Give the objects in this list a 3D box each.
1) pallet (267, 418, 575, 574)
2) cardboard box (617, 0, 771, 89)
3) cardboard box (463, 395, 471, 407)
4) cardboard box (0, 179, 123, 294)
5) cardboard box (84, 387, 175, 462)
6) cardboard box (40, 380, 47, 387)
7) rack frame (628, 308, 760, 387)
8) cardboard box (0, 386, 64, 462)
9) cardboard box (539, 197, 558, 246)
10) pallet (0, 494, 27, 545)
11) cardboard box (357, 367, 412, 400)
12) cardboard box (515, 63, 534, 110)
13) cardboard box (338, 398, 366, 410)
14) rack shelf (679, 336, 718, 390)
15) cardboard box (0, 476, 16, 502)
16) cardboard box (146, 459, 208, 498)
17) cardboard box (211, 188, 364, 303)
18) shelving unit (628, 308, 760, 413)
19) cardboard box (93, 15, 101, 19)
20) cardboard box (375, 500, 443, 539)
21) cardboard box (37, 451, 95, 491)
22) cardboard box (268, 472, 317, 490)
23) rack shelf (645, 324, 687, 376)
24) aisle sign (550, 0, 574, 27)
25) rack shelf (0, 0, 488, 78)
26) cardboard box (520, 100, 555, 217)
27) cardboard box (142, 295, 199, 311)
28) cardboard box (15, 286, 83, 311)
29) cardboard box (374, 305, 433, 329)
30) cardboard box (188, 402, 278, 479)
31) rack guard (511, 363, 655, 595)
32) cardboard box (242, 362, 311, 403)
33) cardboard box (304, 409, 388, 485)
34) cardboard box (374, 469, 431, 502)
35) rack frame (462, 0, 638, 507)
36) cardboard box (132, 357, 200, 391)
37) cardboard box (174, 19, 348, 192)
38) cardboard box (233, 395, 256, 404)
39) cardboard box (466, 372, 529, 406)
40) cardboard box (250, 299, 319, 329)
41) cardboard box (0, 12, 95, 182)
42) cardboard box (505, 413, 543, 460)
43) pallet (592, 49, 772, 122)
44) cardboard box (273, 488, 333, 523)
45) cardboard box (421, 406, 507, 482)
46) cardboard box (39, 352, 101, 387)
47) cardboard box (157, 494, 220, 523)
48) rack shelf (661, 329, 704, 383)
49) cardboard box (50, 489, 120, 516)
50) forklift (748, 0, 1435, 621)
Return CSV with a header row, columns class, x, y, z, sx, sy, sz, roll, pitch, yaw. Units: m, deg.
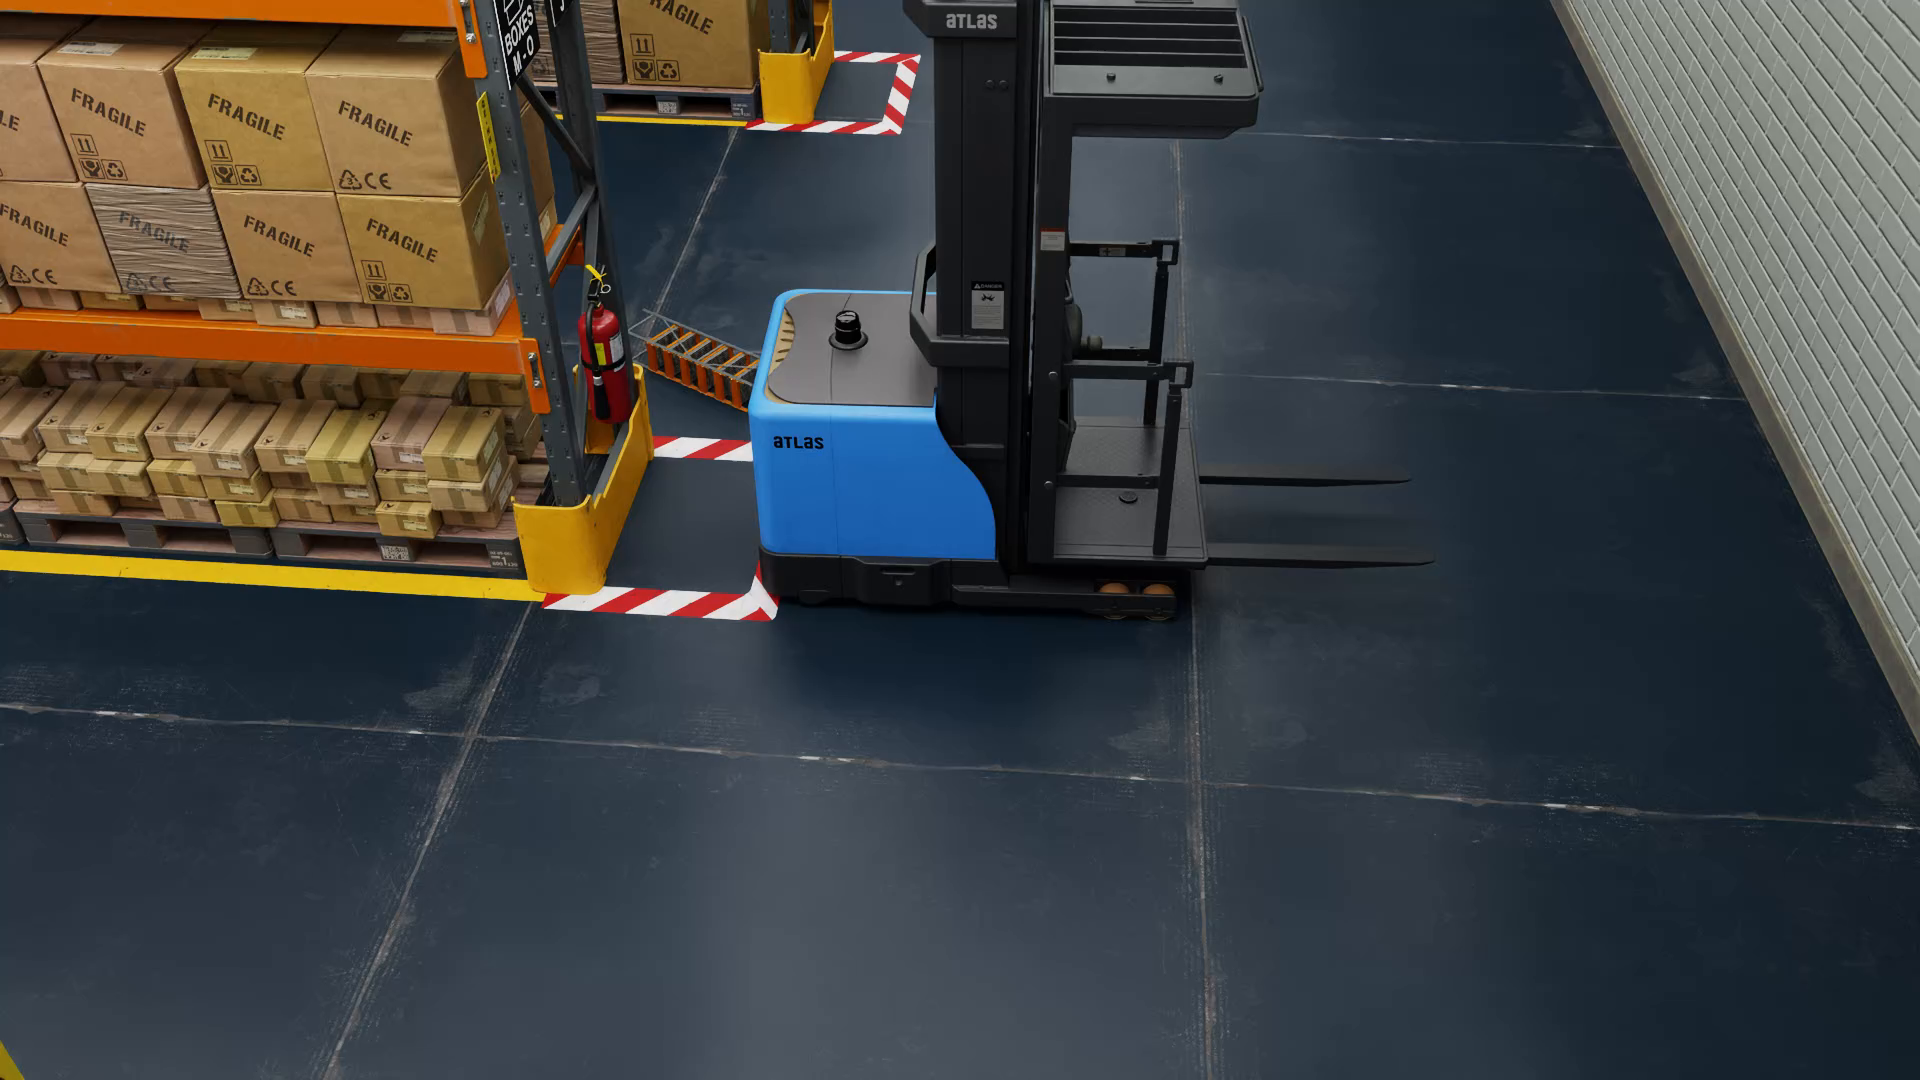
class,x,y,z,sx,sy,sz,roll,pitch,yaw
pallet,-2.577,-0.269,8.084,1.213,0.211,1.003,3,39,4
cardboard box,-1.811,-3.717,11.462,0.875,0.875,0.875,3,39,4
cardboard box,-2.462,-0.693,8.086,0.250,0.149,0.380,3,39,4
cardboard box,-3.679,-1.383,6.929,0.500,0.500,0.500,5,39,6
cardboard box,-3.800,-0.535,7.657,0.250,0.149,0.380,3,39,4
cardboard box,-4.558,-0.767,8.177,0.250,0.149,0.380,3,39,4
rack frame,-1.324,-0.997,8.847,1.200,0.006,0.240,24,45,27
cardboard box,-4.321,-0.536,7.658,0.250,0.149,0.380,4,39,5
cardboard box,-1.989,-1.406,7.471,0.250,0.149,0.380,3,39,3
pallet,-5.008,-0.402,8.247,1.213,0.211,1.003,3,39,4
cardboard box,-2.712,-0.844,8.035,0.250,0.149,0.380,3,39,4
cardboard box,-2.119,-2.013,6.911,0.500,0.500,0.500,3,39,4
cardboard box,-2.960,-0.733,8.135,0.250,0.149,0.380,4,39,5
rack shelf,-1.386,-0.954,8.939,0.103,0.180,0.258,24,45,27
cardboard box,-4.570,-0.355,7.907,0.250,0.149,0.380,2,39,3
cardboard box,-3.534,-0.375,7.695,0.250,0.149,0.380,5,39,6
cardboard box,-2.677,-1.328,6.861,0.500,0.500,0.500,3,39,3
shelving unit,-1.324,-0.926,8.905,1.200,0.189,0.258,24,45,27
cardboard box,-3.647,-2.105,7.023,0.500,0.500,0.500,2,39,2
cardboard box,-2.502,-0.185,7.697,0.250,0.149,0.380,4,39,5
cardboard box,-4.054,-0.402,7.728,0.250,0.149,0.380,3,39,3
cardboard box,-3.022,-0.408,7.736,0.250,0.149,0.380,3,39,3
rack shelf,-1.582,-1.042,9.047,0.103,0.180,0.258,24,45,27
aisle sign,-1.596,-2.473,6.523,0.004,0.787,0.394,3,39,4
rack shelf,-3.687,-2.273,6.531,4.000,0.370,1.077,3,39,4
cardboard box,-2.118,-1.632,7.235,0.500,0.500,0.500,5,39,6
cardboard box,-3.320,-1.148,7.154,0.250,0.149,0.380,2,39,2
cardboard box,-3.838,-1.153,7.159,0.250,0.149,0.380,5,39,6
cardboard box,-2.288,-1.060,7.045,0.250,0.149,0.380,3,39,4
cardboard box,-3.283,-0.455,7.558,0.250,0.149,0.380,5,39,6
rack guard,-1.770,-0.315,7.911,0.348,0.500,1.175,3,39,4
cardboard box,-3.242,-0.826,8.014,0.250,0.149,0.380,5,39,6
cardboard box,-2.758,-0.421,7.516,0.250,0.149,0.380,2,39,3
cardboard box,-2.501,-0.350,7.664,0.250,0.149,0.380,2,39,3
rack frame,-1.695,-1.280,7.117,0.127,3.000,1.000,3,39,4
cardboard box,-3.759,-0.823,8.010,0.250,0.149,0.380,3,39,4
cardboard box,-2.677,-1.718,6.548,0.500,0.500,0.500,2,39,2
cardboard box,-3.506,-0.676,8.065,0.250,0.149,0.380,5,39,6
cardboard box,-2.187,-0.810,7.994,0.250,0.149,0.380,1,39,2
cardboard box,-2.796,-1.063,7.049,0.250,0.149,0.380,4,39,5
cardboard box,-3.723,-1.767,6.609,0.500,0.500,0.500,2,39,2
cardboard box,-2.189,-0.567,8.167,0.250,0.149,0.380,4,39,5
pallet,-1.969,-3.307,11.816,1.213,0.211,1.003,3,39,4
cardboard box,-3.005,-0.259,7.788,0.250,0.149,0.380,4,39,4
cardboard box,-2.244,-0.437,7.536,0.250,0.149,0.380,4,39,4
cardboard box,-4.267,-0.912,8.119,0.250,0.149,0.380,1,39,2
cardboard box,-3.535,-0.261,7.790,0.250,0.149,0.380,4,39,5
rack shelf,-1.484,-0.998,8.993,0.103,0.180,0.258,24,45,27
cardboard box,-4.048,-0.288,7.824,0.250,0.149,0.380,2,39,3
forklift,0.630,-1.120,6.974,3.031,2.935,1.130,2,39,2
